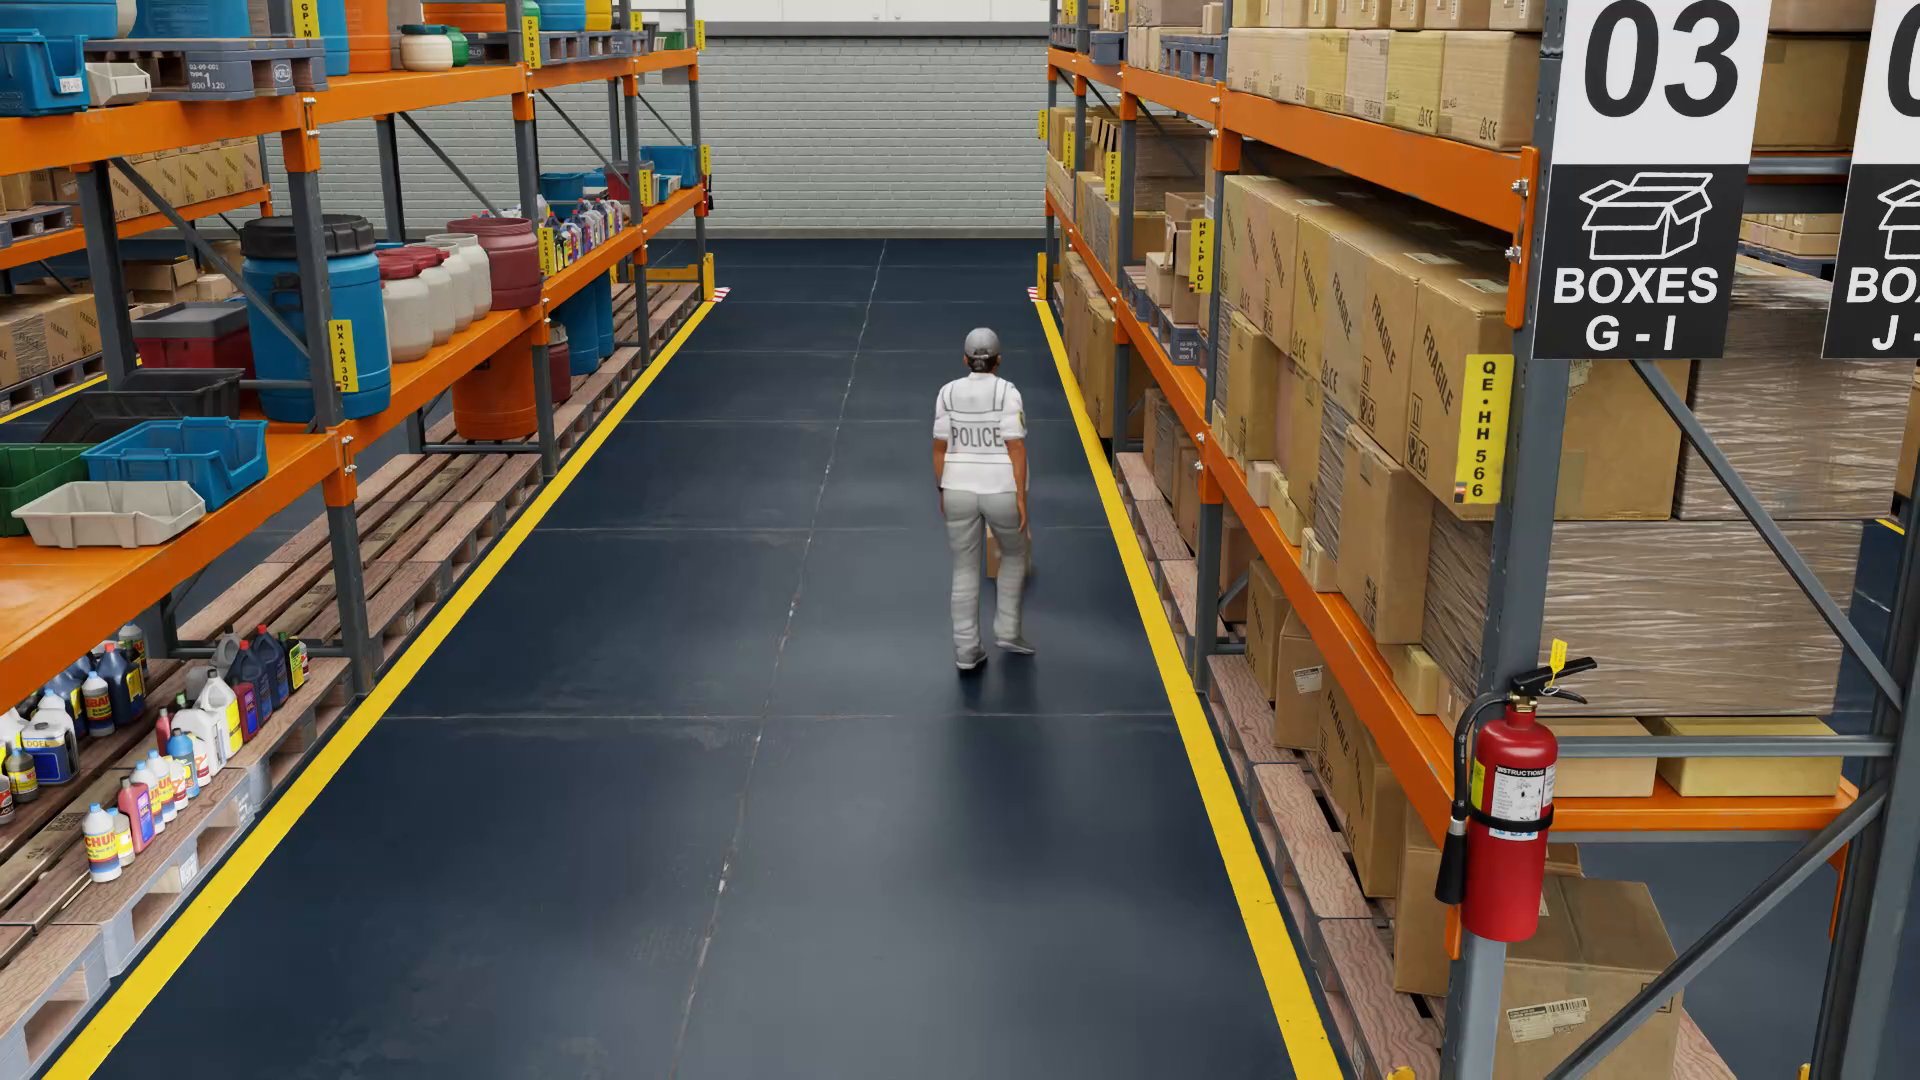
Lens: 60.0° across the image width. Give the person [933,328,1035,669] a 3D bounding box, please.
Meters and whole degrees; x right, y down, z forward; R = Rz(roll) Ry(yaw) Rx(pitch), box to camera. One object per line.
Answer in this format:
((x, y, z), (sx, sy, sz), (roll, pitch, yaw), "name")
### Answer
((0.101, -0.177, 8.180), (0.507, 1.706, 0.560), (4, 18, 12), "person")
